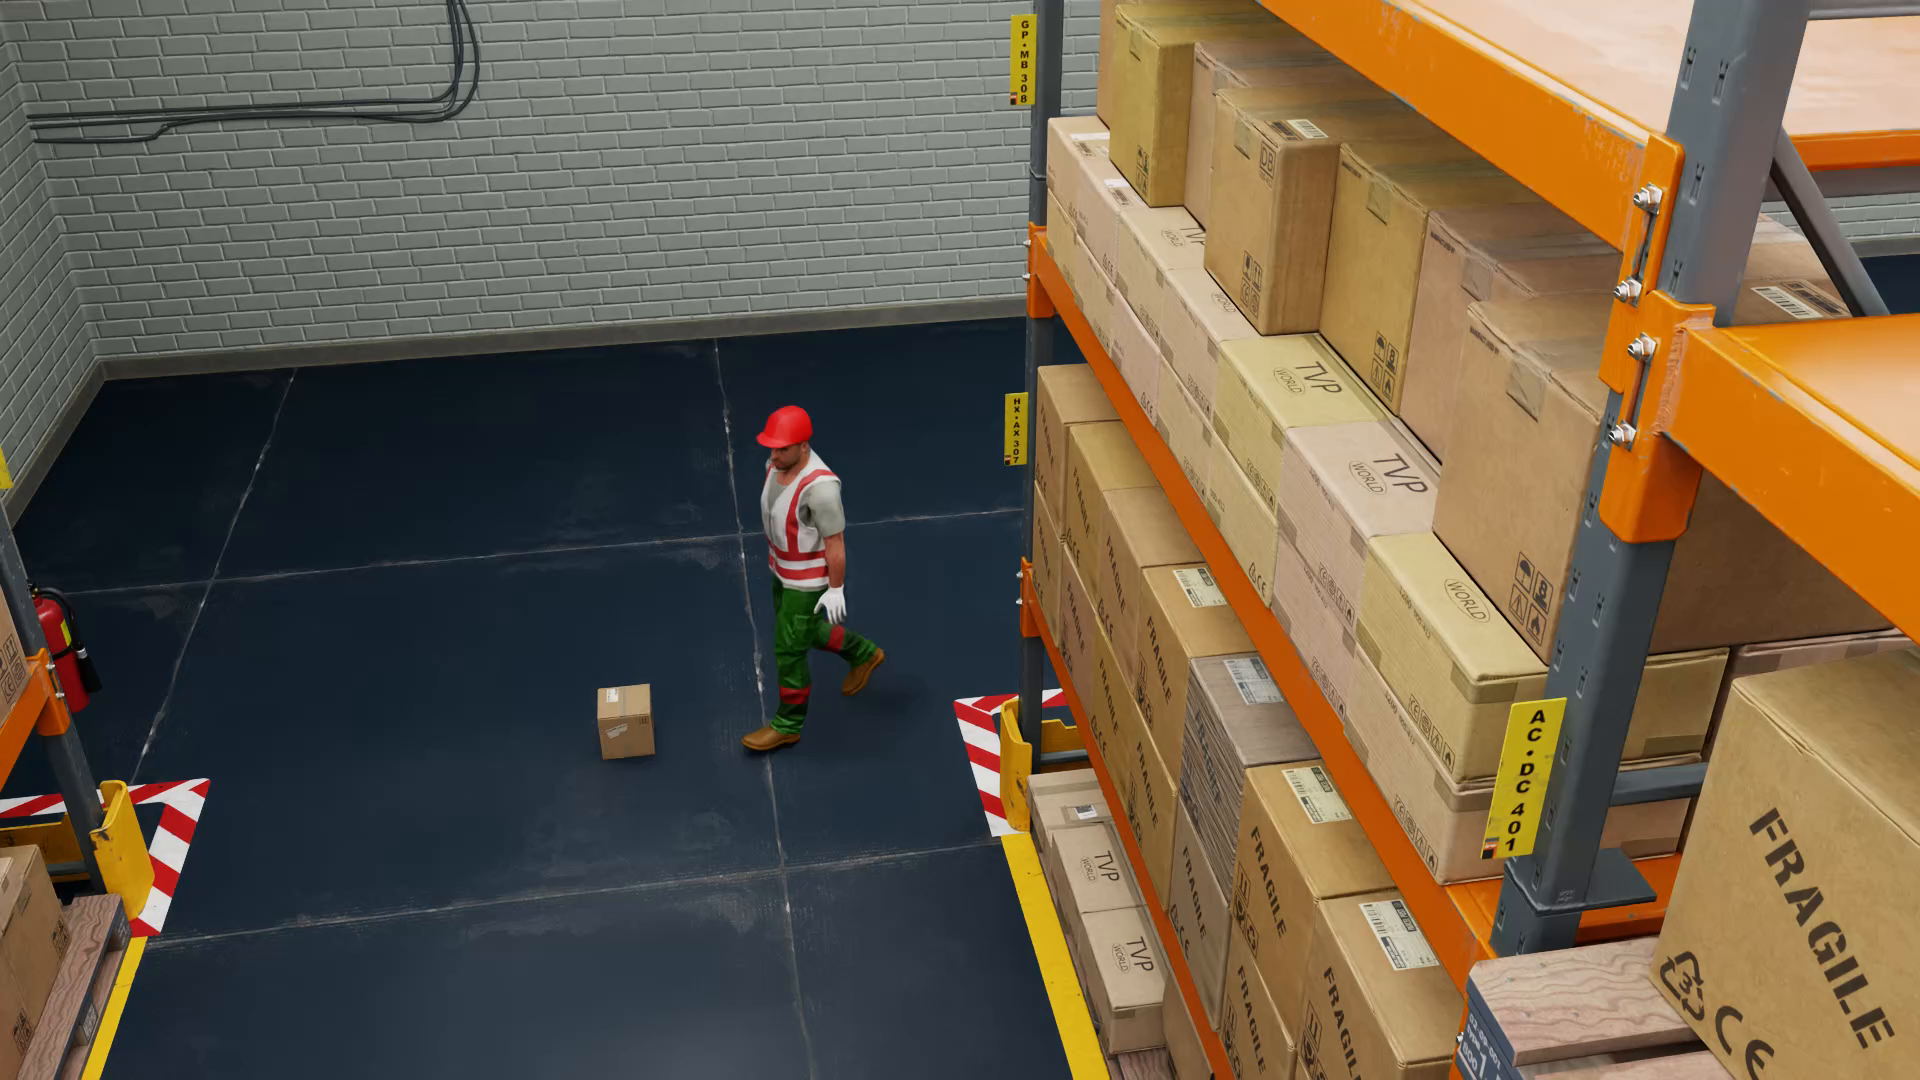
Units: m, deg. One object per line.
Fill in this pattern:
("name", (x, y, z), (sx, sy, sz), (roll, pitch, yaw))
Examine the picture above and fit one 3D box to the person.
("person", (-0.721, 0.143, 7.878), (0.835, 1.777, 0.581), (-14, 33, -23))
